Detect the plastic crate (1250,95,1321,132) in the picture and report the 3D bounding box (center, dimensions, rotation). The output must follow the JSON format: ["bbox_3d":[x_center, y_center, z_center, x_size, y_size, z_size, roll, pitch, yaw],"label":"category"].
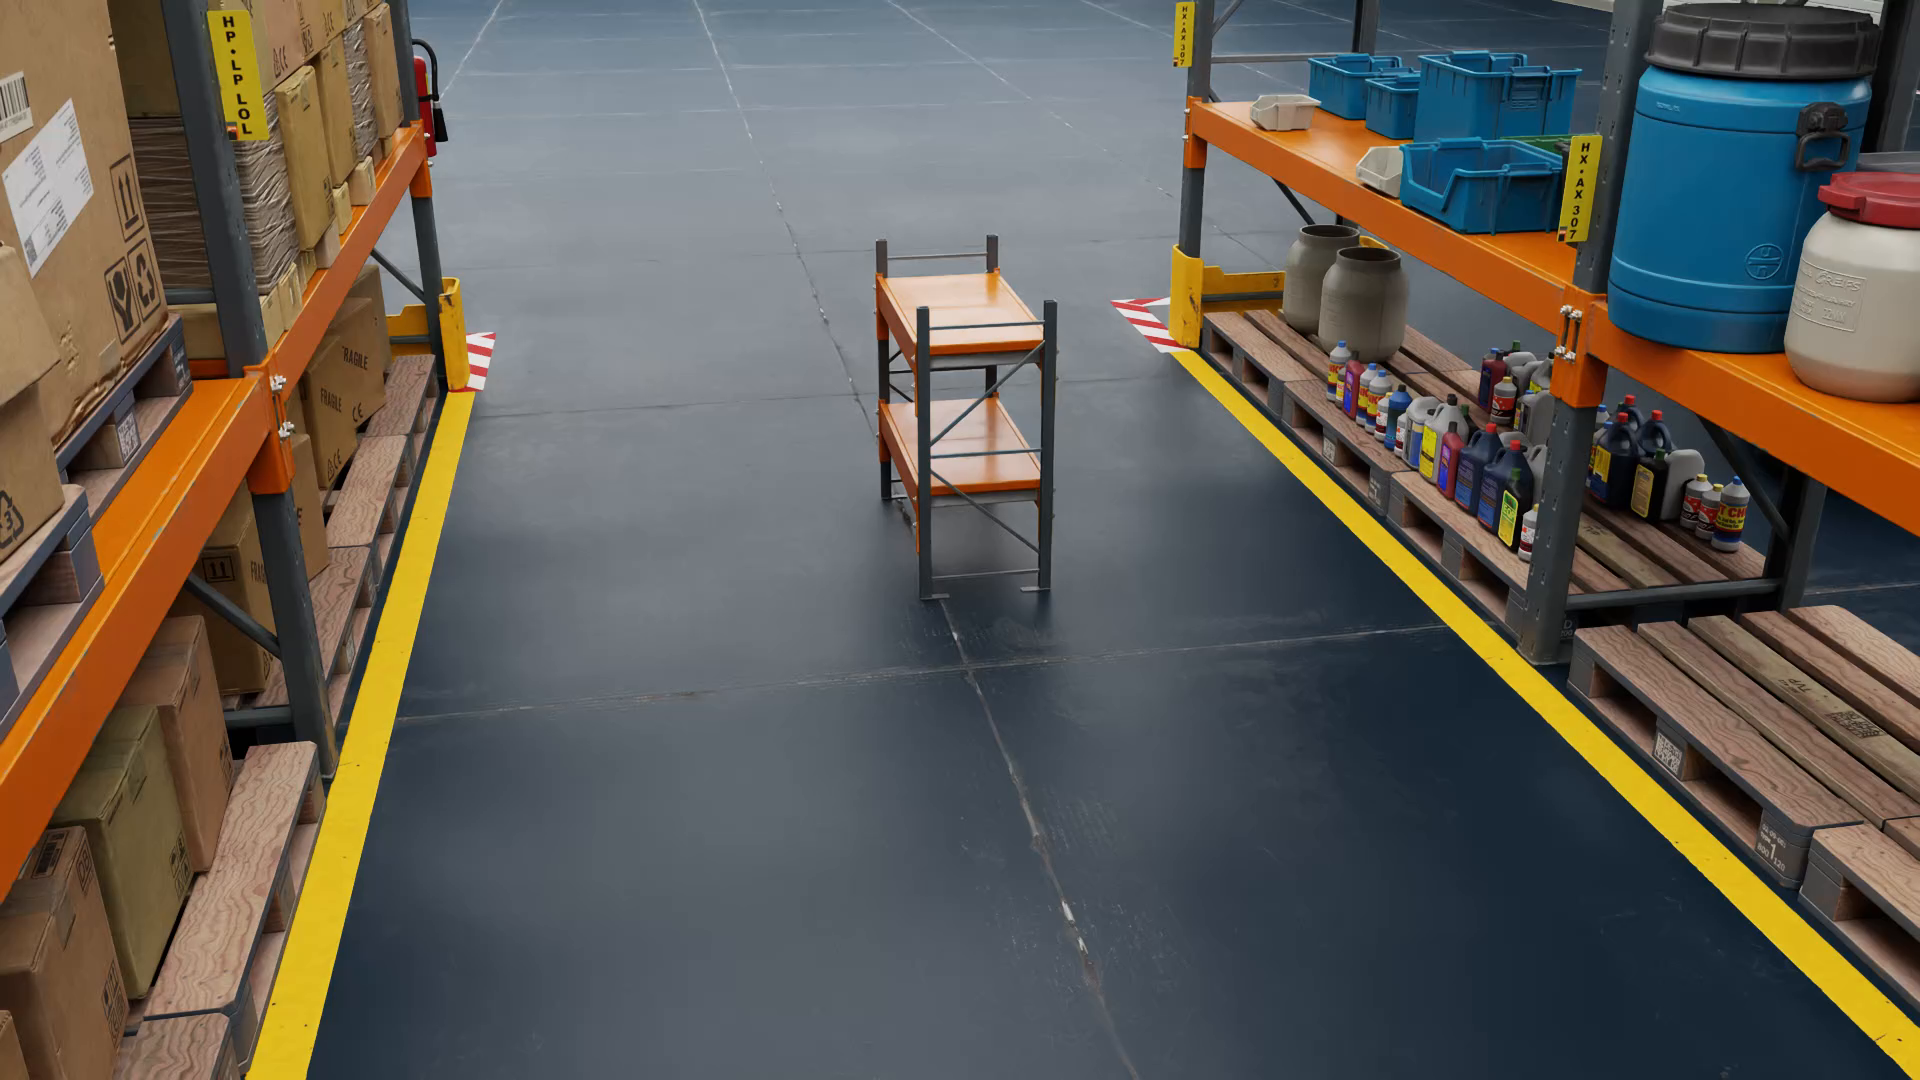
[{"bbox_3d":[1.566,-2.069,8.070,0.298,0.136,0.250,-4,24,-10],"label":"plastic crate"}]

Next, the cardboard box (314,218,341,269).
[{"bbox_3d":[-2.323,-1.012,5.634,0.380,0.149,0.250,-4,24,-10],"label":"cardboard box"}]

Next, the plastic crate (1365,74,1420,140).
[{"bbox_3d":[2.218,-2.067,7.921,0.499,0.251,0.408,-4,24,-10],"label":"plastic crate"}]

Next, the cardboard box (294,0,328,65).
[{"bbox_3d":[-2.430,-1.856,5.505,0.500,0.500,0.500,-4,24,-10],"label":"cardboard box"}]

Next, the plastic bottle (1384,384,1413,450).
[{"bbox_3d":[1.865,-0.527,7.069,0.097,0.271,0.097,0,24,0],"label":"plastic bottle"}]

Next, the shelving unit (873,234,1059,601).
[{"bbox_3d":[0.001,-0.513,6.519,0.538,1.125,1.048,-4,24,-10],"label":"shelving unit"}]

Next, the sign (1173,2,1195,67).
[{"bbox_3d":[1.176,-2.654,8.733,0.100,0.325,0.005,-4,24,-10],"label":"sign"}]

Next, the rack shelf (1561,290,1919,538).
[{"bbox_3d":[2.826,0.124,3.618,1.077,0.370,4.000,-4,24,-10],"label":"rack shelf"}]

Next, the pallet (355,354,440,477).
[{"bbox_3d":[-3.021,-0.570,7.790,1.003,0.211,1.213,-4,24,-10],"label":"pallet"}]

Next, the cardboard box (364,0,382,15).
[{"bbox_3d":[-2.708,-2.446,6.856,0.500,0.500,0.500,-4,24,-10],"label":"cardboard box"}]

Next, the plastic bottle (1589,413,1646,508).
[{"bbox_3d":[2.574,-0.318,6.490,0.144,0.351,0.185,-4,24,-10],"label":"plastic bottle"}]

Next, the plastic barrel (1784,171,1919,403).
[{"bbox_3d":[2.418,-0.662,4.349,0.433,0.535,0.433,0,24,0],"label":"plastic barrel"}]

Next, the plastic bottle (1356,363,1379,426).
[{"bbox_3d":[1.809,-0.646,7.341,0.097,0.271,0.097,0,24,0],"label":"plastic bottle"}]

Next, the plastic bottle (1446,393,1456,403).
[{"bbox_3d":[2.037,-0.456,6.891,0.061,0.283,0.133,-4,24,-10],"label":"plastic bottle"}]

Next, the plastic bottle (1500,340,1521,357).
[{"bbox_3d":[2.527,-0.788,7.651,0.061,0.283,0.133,-4,24,-8],"label":"plastic bottle"}]

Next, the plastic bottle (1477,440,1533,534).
[{"bbox_3d":[2.054,-0.212,6.248,0.144,0.351,0.185,-5,24,-11],"label":"plastic bottle"}]

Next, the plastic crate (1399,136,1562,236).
[{"bbox_3d":[1.985,-1.340,6.256,0.499,0.251,0.616,-4,24,-10],"label":"plastic crate"}]

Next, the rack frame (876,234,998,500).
[{"bbox_3d":[-0.093,-0.713,6.977,0.500,1.125,0.032,-4,24,-10],"label":"rack frame"}]

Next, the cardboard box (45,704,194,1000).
[{"bbox_3d":[-2.249,0.750,3.859,0.700,0.500,0.500,-4,24,-10],"label":"cardboard box"}]

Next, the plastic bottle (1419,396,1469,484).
[{"bbox_3d":[1.959,-0.415,6.712,0.144,0.351,0.185,-4,24,-10],"label":"plastic bottle"}]

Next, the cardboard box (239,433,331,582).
[{"bbox_3d":[-2.559,-0.058,5.734,0.500,0.500,0.500,3,24,7],"label":"cardboard box"}]

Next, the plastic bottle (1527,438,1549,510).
[{"bbox_3d":[2.196,-0.223,6.273,0.144,0.351,0.185,-4,24,-10],"label":"plastic bottle"}]

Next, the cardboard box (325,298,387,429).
[{"bbox_3d":[-2.907,-0.767,7.357,0.500,0.500,0.500,2,24,4],"label":"cardboard box"}]

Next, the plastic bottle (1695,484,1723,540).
[{"bbox_3d":[2.810,-0.110,6.200,0.097,0.201,0.097,0,24,0],"label":"plastic bottle"}]

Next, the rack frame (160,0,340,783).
[{"bbox_3d":[-2.411,-0.626,4.436,1.000,3.000,0.127,-4,24,-10],"label":"rack frame"}]

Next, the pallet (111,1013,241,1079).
[{"bbox_3d":[-2.036,1.439,3.192,1.003,0.211,1.213,-4,24,-10],"label":"pallet"}]

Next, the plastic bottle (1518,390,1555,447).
[{"bbox_3d":[2.461,-0.515,7.035,0.152,0.276,0.135,-4,24,-10],"label":"plastic bottle"}]

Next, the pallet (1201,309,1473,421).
[{"bbox_3d":[1.922,-0.942,8.643,1.003,0.211,1.213,-4,24,-10],"label":"pallet"}]

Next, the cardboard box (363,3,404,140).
[{"bbox_3d":[-2.865,-1.975,7.029,0.875,0.500,0.500,-4,24,-10],"label":"cardboard box"}]

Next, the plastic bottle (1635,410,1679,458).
[{"bbox_3d":[2.715,-0.329,6.515,0.144,0.351,0.185,-4,24,-8],"label":"plastic bottle"}]

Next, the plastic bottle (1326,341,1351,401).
[{"bbox_3d":[1.746,-0.781,7.650,0.097,0.271,0.097,0,24,0],"label":"plastic bottle"}]

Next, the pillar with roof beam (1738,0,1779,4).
[{"bbox_3d":[5.983,-10.239,18.950,9.100,9.000,0.400,-4,24,-10],"label":"pillar with roof beam"}]

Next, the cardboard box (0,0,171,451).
[{"bbox_3d":[-2.402,-0.771,3.492,1.000,1.000,1.000,-4,24,-9],"label":"cardboard box"}]

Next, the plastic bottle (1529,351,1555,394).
[{"bbox_3d":[2.567,-0.643,7.235,0.144,0.351,0.185,-3,24,-8],"label":"plastic bottle"}]

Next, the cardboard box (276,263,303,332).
[{"bbox_3d":[-2.188,-0.717,4.958,0.380,0.149,0.250,-4,24,-10],"label":"cardboard box"}]

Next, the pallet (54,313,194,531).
[{"bbox_3d":[-2.413,-0.227,3.761,1.003,0.211,1.213,-4,24,-10],"label":"pallet"}]

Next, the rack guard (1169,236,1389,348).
[{"bbox_3d":[1.777,-1.394,9.317,1.175,0.500,0.348,-4,24,-10],"label":"rack guard"}]

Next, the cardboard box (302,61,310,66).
[{"bbox_3d":[-2.683,-1.378,5.662,0.875,0.500,0.500,-4,24,-10],"label":"cardboard box"}]

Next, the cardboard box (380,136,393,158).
[{"bbox_3d":[-2.753,-1.795,7.425,0.380,0.149,0.250,-4,24,-10],"label":"cardboard box"}]

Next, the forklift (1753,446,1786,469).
[{"bbox_3d":[5.111,-1.602,6.755,3.031,2.935,1.130,8,25,17],"label":"forklift"}]
